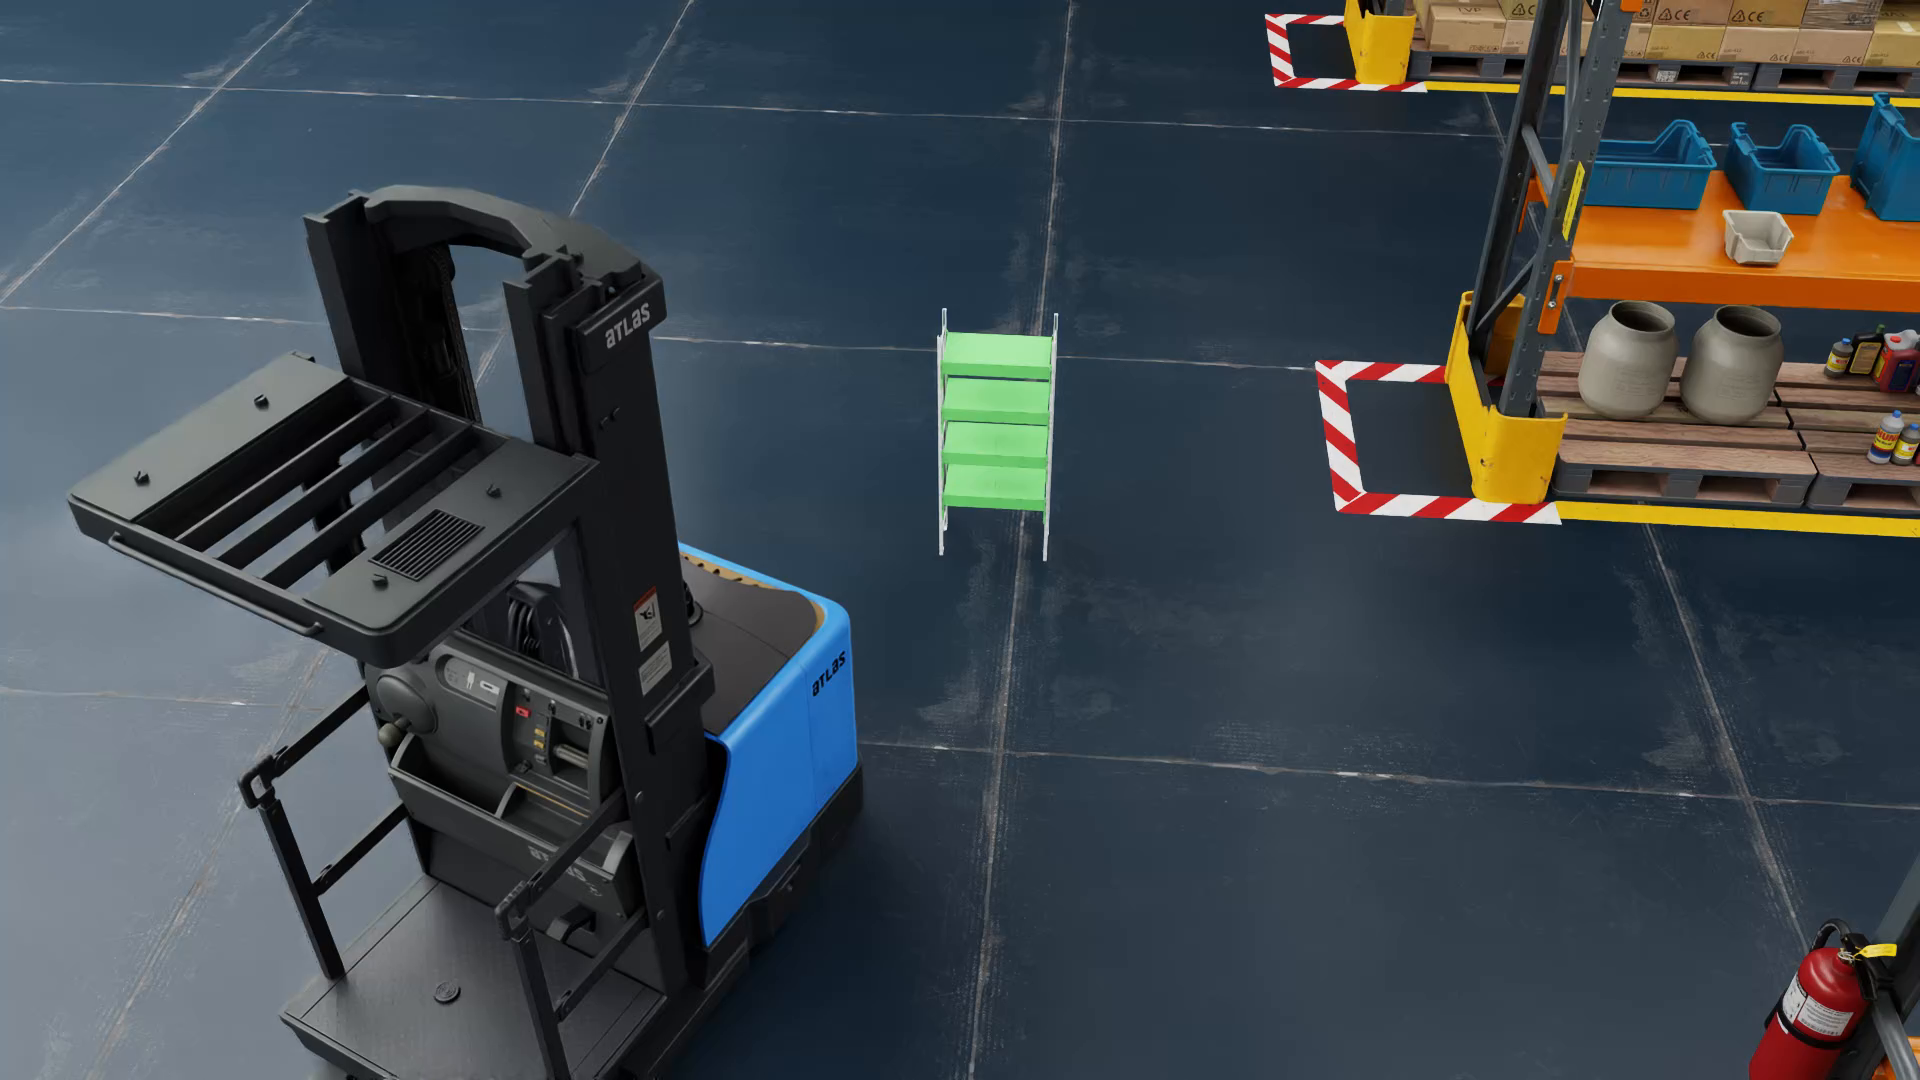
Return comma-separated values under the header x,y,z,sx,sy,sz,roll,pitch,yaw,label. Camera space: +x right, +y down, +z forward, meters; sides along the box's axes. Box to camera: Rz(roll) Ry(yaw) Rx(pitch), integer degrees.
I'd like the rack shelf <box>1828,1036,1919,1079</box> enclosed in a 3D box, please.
x,y,z,sx,sy,sz,roll,pitch,yaw,label
4.234,1.819,3.880,4.000,0.370,1.077,3,39,4,rack shelf

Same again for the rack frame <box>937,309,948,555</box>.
x,y,z,sx,sy,sz,roll,pitch,yaw,label
-0.078,-0.470,7.547,0.015,1.200,0.240,3,39,4,rack frame

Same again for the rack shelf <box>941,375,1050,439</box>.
x,y,z,sx,sy,sz,roll,pitch,yaw,label
0.165,-0.593,7.419,0.480,0.148,0.258,3,39,4,rack shelf

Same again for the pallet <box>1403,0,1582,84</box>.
x,y,z,sx,sy,sz,roll,pitch,yaw,label
3.866,-3.702,12.302,1.213,0.211,1.003,3,39,4,pallet

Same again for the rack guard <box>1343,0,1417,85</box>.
x,y,z,sx,sy,sz,roll,pitch,yaw,label
3.076,-3.831,12.231,0.348,0.500,1.175,3,39,4,rack guard

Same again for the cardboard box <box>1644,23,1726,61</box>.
x,y,z,sx,sy,sz,roll,pitch,yaw,label
5.110,-3.644,11.866,0.500,0.250,0.500,3,39,4,cardboard box

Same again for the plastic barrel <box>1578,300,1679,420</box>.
x,y,z,sx,sy,sz,roll,pitch,yaw,label
3.332,-0.894,8.281,0.421,0.512,0.421,0,39,0,plastic barrel

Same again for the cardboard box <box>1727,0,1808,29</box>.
x,y,z,sx,sy,sz,roll,pitch,yaw,label
5.609,-3.916,11.607,0.500,0.500,0.500,3,39,4,cardboard box

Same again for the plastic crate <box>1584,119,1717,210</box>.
x,y,z,sx,sy,sz,roll,pitch,yaw,label
3.194,-1.787,7.858,0.616,0.251,0.499,3,39,4,plastic crate

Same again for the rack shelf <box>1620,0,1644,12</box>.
x,y,z,sx,sy,sz,roll,pitch,yaw,label
4.662,-2.459,6.760,4.000,0.370,1.077,3,39,4,rack shelf

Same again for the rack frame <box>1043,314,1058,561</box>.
x,y,z,sx,sy,sz,roll,pitch,yaw,label
0.408,-0.443,7.514,0.015,1.200,0.240,3,39,4,rack frame

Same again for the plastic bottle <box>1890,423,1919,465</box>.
x,y,z,sx,sy,sz,roll,pitch,yaw,label
4.552,-0.469,7.989,0.097,0.201,0.097,0,39,0,plastic bottle

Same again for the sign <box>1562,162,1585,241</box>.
x,y,z,sx,sy,sz,roll,pitch,yaw,label
2.617,-1.446,7.101,0.005,0.325,0.100,3,39,4,sign

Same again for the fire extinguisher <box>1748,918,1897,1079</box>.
x,y,z,sx,sy,sz,roll,pitch,yaw,label
2.168,1.165,4.174,0.183,0.674,0.296,3,39,4,fire extinguisher

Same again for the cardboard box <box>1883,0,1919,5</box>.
x,y,z,sx,sy,sz,roll,pitch,yaw,label
6.650,-4.191,11.944,0.500,0.500,0.500,3,39,4,cardboard box

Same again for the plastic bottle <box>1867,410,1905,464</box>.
x,y,z,sx,sy,sz,roll,pitch,yaw,label
4.449,-0.502,7.974,0.097,0.271,0.097,0,39,0,plastic bottle

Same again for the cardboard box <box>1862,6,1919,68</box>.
x,y,z,sx,sy,sz,roll,pitch,yaw,label
6.605,-3.566,11.770,0.500,0.250,0.500,3,39,4,cardboard box

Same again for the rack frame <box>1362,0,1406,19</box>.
x,y,z,sx,sy,sz,roll,pitch,yaw,label
3.100,-4.799,11.440,0.127,3.000,1.000,3,39,4,rack frame

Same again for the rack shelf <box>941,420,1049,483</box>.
x,y,z,sx,sy,sz,roll,pitch,yaw,label
0.165,-0.407,7.571,0.480,0.148,0.258,3,39,4,rack shelf

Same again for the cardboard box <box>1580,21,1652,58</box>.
x,y,z,sx,sy,sz,roll,pitch,yaw,label
4.612,-3.674,11.904,0.500,0.250,0.500,3,39,4,cardboard box

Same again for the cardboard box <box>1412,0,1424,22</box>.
x,y,z,sx,sy,sz,roll,pitch,yaw,label
3.660,-4.052,12.368,0.500,0.250,0.500,3,39,4,cardboard box

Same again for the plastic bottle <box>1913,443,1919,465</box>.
x,y,z,sx,sy,sz,roll,pitch,yaw,label
4.673,-0.483,7.941,0.133,0.283,0.061,4,39,5,plastic bottle

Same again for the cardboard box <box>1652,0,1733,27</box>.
x,y,z,sx,sy,sz,roll,pitch,yaw,label
5.110,-3.934,11.629,0.500,0.500,0.500,3,39,4,cardboard box

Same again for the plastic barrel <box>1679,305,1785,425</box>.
x,y,z,sx,sy,sz,roll,pitch,yaw,label
3.831,-0.867,8.248,0.421,0.512,0.421,0,39,0,plastic barrel

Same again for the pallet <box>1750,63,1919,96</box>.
x,y,z,sx,sy,sz,roll,pitch,yaw,label
6.297,-3.570,12.139,1.213,0.211,1.003,3,39,4,pallet

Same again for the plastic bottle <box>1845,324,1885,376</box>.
x,y,z,sx,sy,sz,roll,pitch,yaw,label
4.655,-0.982,8.554,0.133,0.283,0.061,4,39,5,plastic bottle

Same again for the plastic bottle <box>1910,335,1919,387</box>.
x,y,z,sx,sy,sz,roll,pitch,yaw,label
4.924,-0.936,8.503,0.135,0.276,0.152,2,39,3,plastic bottle

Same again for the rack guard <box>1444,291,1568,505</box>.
x,y,z,sx,sy,sz,roll,pitch,yaw,label
2.749,-0.740,8.434,0.348,0.500,1.175,3,39,4,rack guard

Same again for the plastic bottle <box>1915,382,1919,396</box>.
x,y,z,sx,sy,sz,roll,pitch,yaw,label
4.932,-0.827,8.429,0.097,0.201,0.097,0,39,0,plastic bottle

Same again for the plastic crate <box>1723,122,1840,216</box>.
x,y,z,sx,sy,sz,roll,pitch,yaw,label
3.840,-1.748,7.810,0.408,0.251,0.499,3,39,4,plastic crate

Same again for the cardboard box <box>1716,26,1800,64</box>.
x,y,z,sx,sy,sz,roll,pitch,yaw,label
5.608,-3.617,11.833,0.500,0.250,0.500,3,39,4,cardboard box

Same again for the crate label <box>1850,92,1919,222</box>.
x,y,z,sx,sy,sz,roll,pitch,yaw,label
4.526,-1.768,7.688,0.616,0.435,0.502,3,39,4,crate label

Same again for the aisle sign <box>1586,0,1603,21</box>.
x,y,z,sx,sy,sz,roll,pitch,yaw,label
2.572,-2.512,6.571,0.004,0.787,0.394,3,39,4,aisle sign

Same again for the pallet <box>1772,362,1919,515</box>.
x,y,z,sx,sy,sz,roll,pitch,yaw,label
4.770,-0.512,8.383,1.213,0.211,1.003,3,39,4,pallet

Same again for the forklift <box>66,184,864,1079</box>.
x,y,z,sx,sy,sz,roll,pitch,yaw,label
-1.536,0.597,4.865,1.130,2.935,3.031,19,43,22,forklift

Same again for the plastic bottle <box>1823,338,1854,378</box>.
x,y,z,sx,sy,sz,roll,pitch,yaw,label
4.537,-0.945,8.574,0.097,0.201,0.097,0,39,0,plastic bottle

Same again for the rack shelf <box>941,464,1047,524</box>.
x,y,z,sx,sy,sz,roll,pitch,yaw,label
0.165,-0.221,7.722,0.480,0.148,0.258,3,39,4,rack shelf

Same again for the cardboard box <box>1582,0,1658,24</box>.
x,y,z,sx,sy,sz,roll,pitch,yaw,label
4.613,-3.972,11.676,0.500,0.500,0.500,3,39,4,cardboard box

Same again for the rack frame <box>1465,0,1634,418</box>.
x,y,z,sx,sy,sz,roll,pitch,yaw,label
2.669,-1.684,7.613,0.127,3.000,1.000,3,39,4,rack frame

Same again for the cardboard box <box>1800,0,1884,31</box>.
x,y,z,sx,sy,sz,roll,pitch,yaw,label
6.107,-3.891,11.576,0.500,0.500,0.500,3,39,4,cardboard box

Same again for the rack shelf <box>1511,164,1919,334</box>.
x,y,z,sx,sy,sz,roll,pitch,yaw,label
4.662,-1.296,7.707,4.000,0.370,1.077,3,39,4,rack shelf

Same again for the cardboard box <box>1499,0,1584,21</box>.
x,y,z,sx,sy,sz,roll,pitch,yaw,label
4.114,-3.991,11.699,0.500,0.500,0.500,3,39,4,cardboard box

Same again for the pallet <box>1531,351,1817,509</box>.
x,y,z,sx,sy,sz,roll,pitch,yaw,label
3.558,-0.580,8.466,1.213,0.211,1.003,3,39,4,pallet

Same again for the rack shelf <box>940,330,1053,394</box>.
x,y,z,sx,sy,sz,roll,pitch,yaw,label
0.165,-0.779,7.268,0.480,0.148,0.258,3,39,4,rack shelf

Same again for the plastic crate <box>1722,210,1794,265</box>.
x,y,z,sx,sy,sz,roll,pitch,yaw,label
3.533,-1.331,7.388,0.250,0.136,0.298,3,39,4,plastic crate

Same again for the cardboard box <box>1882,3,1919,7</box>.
x,y,z,sx,sy,sz,roll,pitch,yaw,label
6.650,-3.894,12.173,0.500,0.250,0.500,3,39,4,cardboard box

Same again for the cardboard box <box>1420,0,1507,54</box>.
x,y,z,sx,sy,sz,roll,pitch,yaw,label
3.615,-3.726,11.968,0.500,0.250,0.500,3,39,4,cardboard box

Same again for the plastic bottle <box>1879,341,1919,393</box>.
x,y,z,sx,sy,sz,roll,pitch,yaw,label
4.777,-0.879,8.427,0.133,0.283,0.061,3,39,4,plastic bottle

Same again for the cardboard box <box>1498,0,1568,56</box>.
x,y,z,sx,sy,sz,roll,pitch,yaw,label
4.114,-3.702,11.937,0.500,0.250,0.500,3,39,4,cardboard box

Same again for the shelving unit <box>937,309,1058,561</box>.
x,y,z,sx,sy,sz,roll,pitch,yaw,label
0.165,-0.456,7.531,0.503,1.200,0.258,3,39,4,shelving unit

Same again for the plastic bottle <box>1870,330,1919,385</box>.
x,y,z,sx,sy,sz,roll,pitch,yaw,label
4.786,-0.943,8.512,0.135,0.276,0.152,3,39,4,plastic bottle

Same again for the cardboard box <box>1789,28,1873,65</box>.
x,y,z,sx,sy,sz,roll,pitch,yaw,label
6.107,-3.599,11.811,0.500,0.250,0.500,3,39,4,cardboard box

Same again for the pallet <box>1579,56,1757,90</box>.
x,y,z,sx,sy,sz,roll,pitch,yaw,label
5.078,-3.634,12.218,1.213,0.211,1.003,3,39,4,pallet
